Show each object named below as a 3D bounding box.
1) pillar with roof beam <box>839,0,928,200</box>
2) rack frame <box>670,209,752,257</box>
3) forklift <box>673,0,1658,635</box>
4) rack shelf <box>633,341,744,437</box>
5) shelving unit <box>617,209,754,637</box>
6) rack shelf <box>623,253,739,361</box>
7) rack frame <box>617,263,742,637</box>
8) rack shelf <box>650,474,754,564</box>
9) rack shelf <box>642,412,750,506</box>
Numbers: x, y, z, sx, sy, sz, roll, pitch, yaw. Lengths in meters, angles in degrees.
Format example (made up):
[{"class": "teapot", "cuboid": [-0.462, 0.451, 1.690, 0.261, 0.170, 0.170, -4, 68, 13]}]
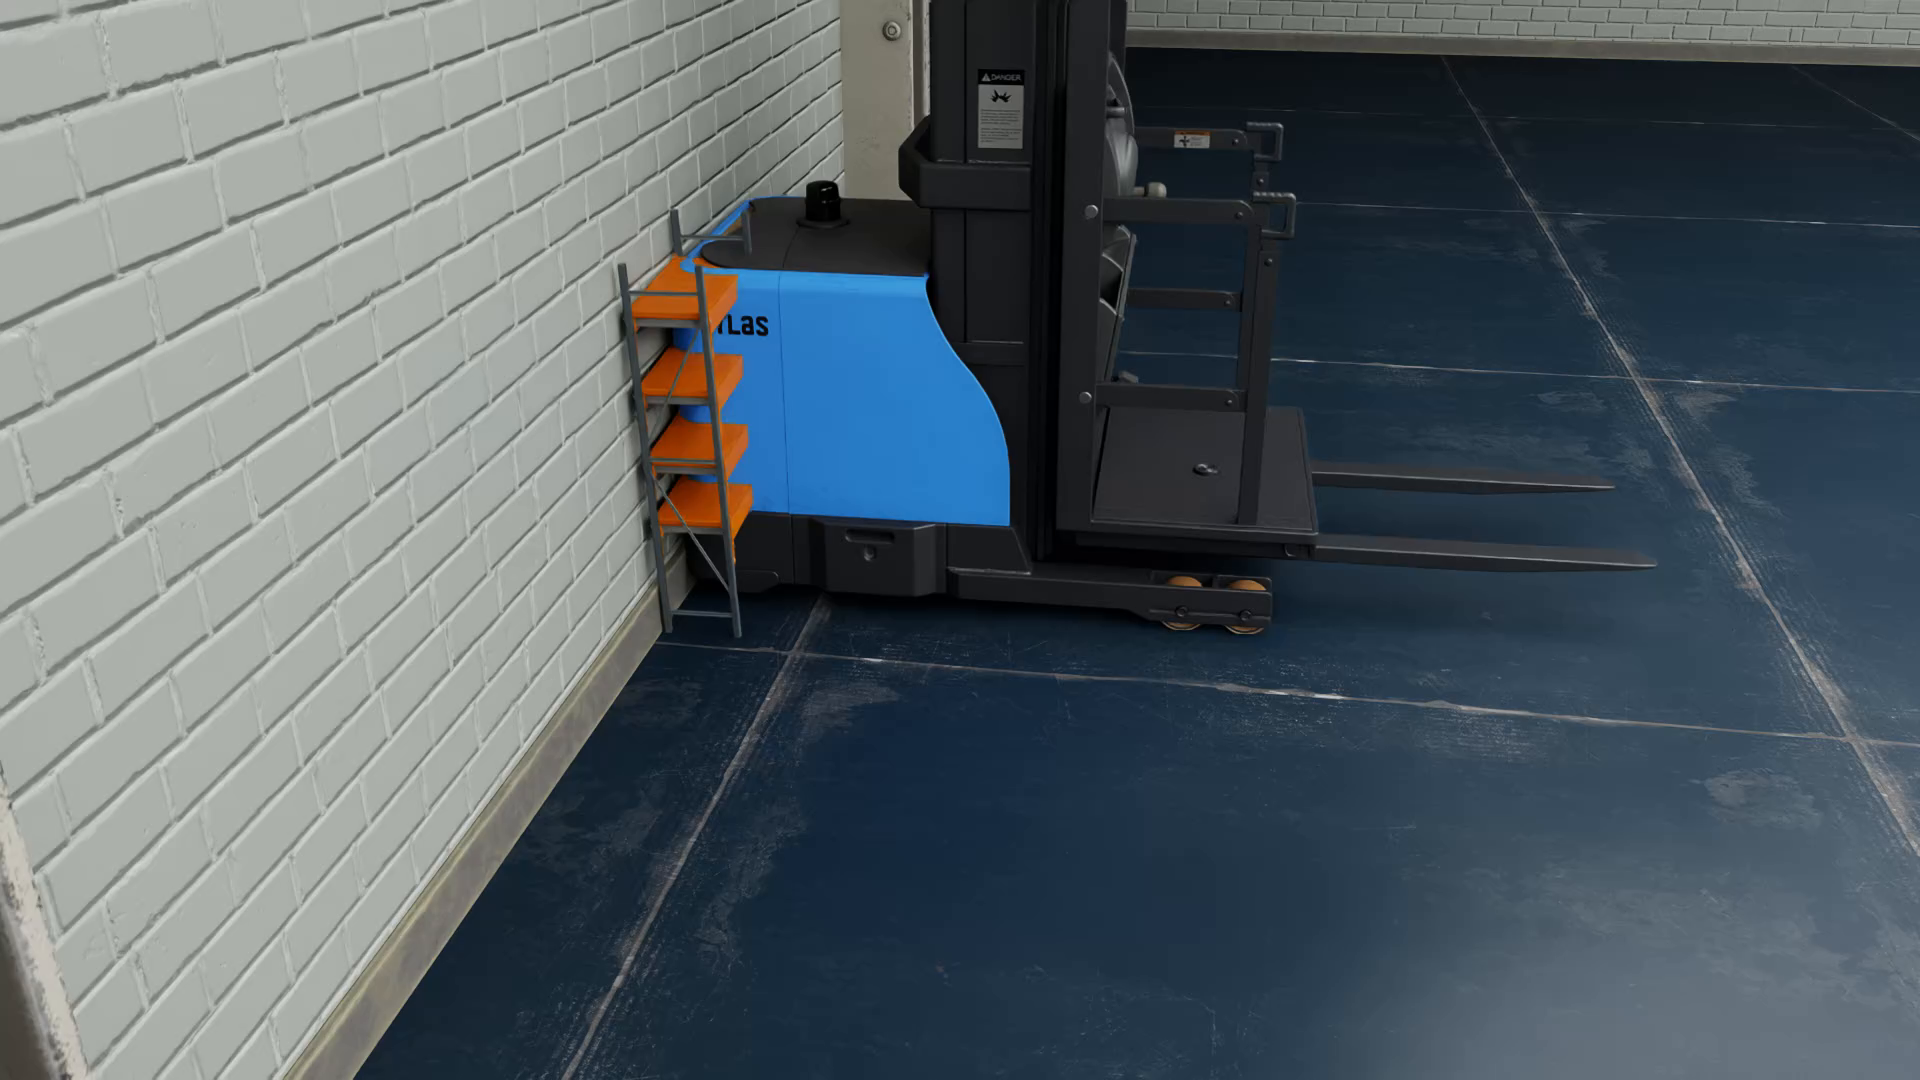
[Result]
[{"class": "pillar with roof beam", "cuboid": [3.920, -4.712, 5.201, 9.100, 9.000, 0.400, 4, 25, 9]}, {"class": "rack frame", "cuboid": [-0.737, -0.461, 5.273, 0.240, 1.200, 0.015, 3, 29, 8]}, {"class": "forklift", "cuboid": [0.670, -1.275, 5.016, 3.031, 2.935, 1.130, 3, 25, 7]}, {"class": "rack shelf", "cuboid": [-0.776, -0.482, 4.987, 0.258, 0.148, 0.480, 3, 29, 8]}, {"class": "shelving unit", "cuboid": [-0.772, -0.345, 5.062, 0.258, 1.200, 0.503, 3, 29, 8]}, {"class": "rack shelf", "cuboid": [-0.782, -0.690, 4.873, 0.258, 0.148, 0.480, 3, 29, 8]}, {"class": "rack frame", "cuboid": [-0.807, -0.228, 4.850, 0.240, 1.200, 0.015, 3, 29, 8]}, {"class": "rack shelf", "cuboid": [-0.765, -0.112, 5.189, 0.258, 0.148, 0.480, 3, 29, 8]}, {"class": "rack shelf", "cuboid": [-0.770, -0.286, 5.094, 0.258, 0.148, 0.480, 3, 29, 8]}]
